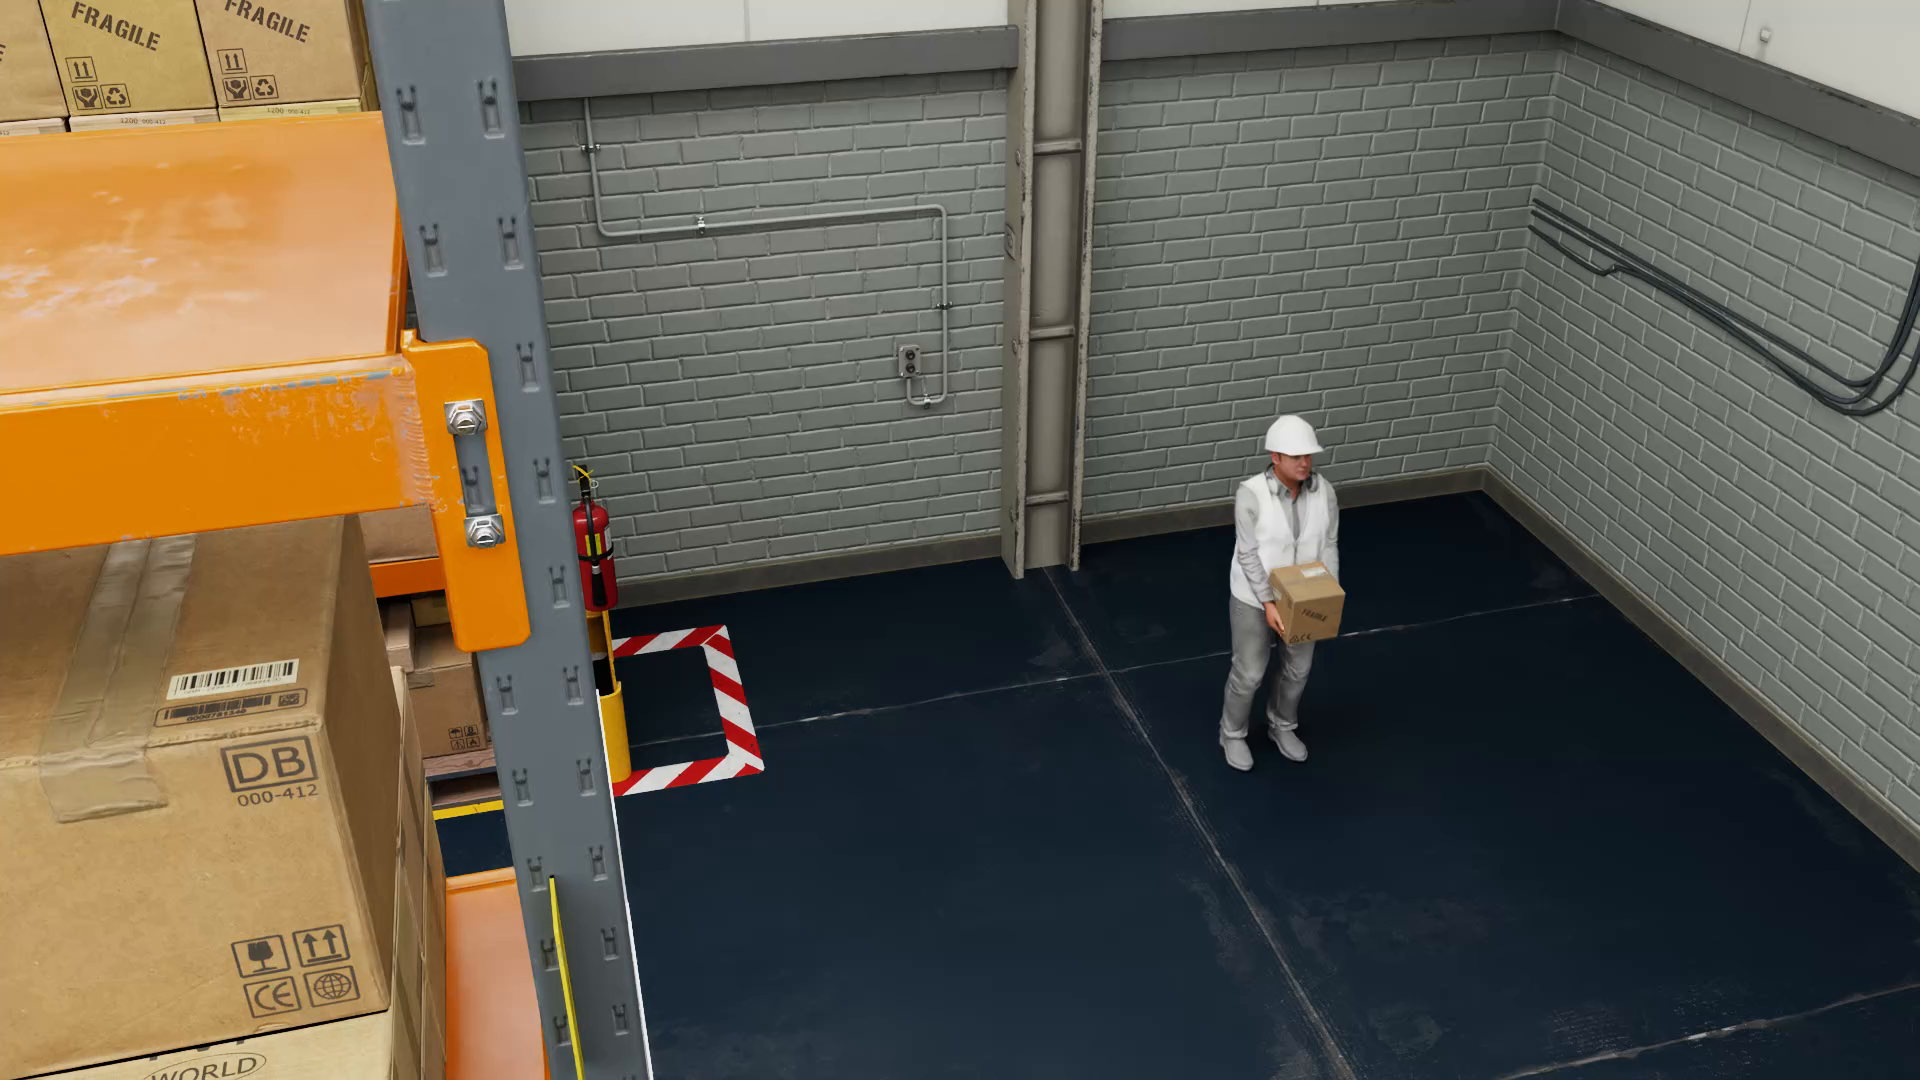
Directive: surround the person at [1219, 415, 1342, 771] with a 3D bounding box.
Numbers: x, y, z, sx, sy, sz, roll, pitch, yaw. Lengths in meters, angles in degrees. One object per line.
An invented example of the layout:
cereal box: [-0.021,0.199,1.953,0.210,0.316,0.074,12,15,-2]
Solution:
person: [1.513,0.290,7.712,0.508,1.774,0.547,-8,31,-13]
